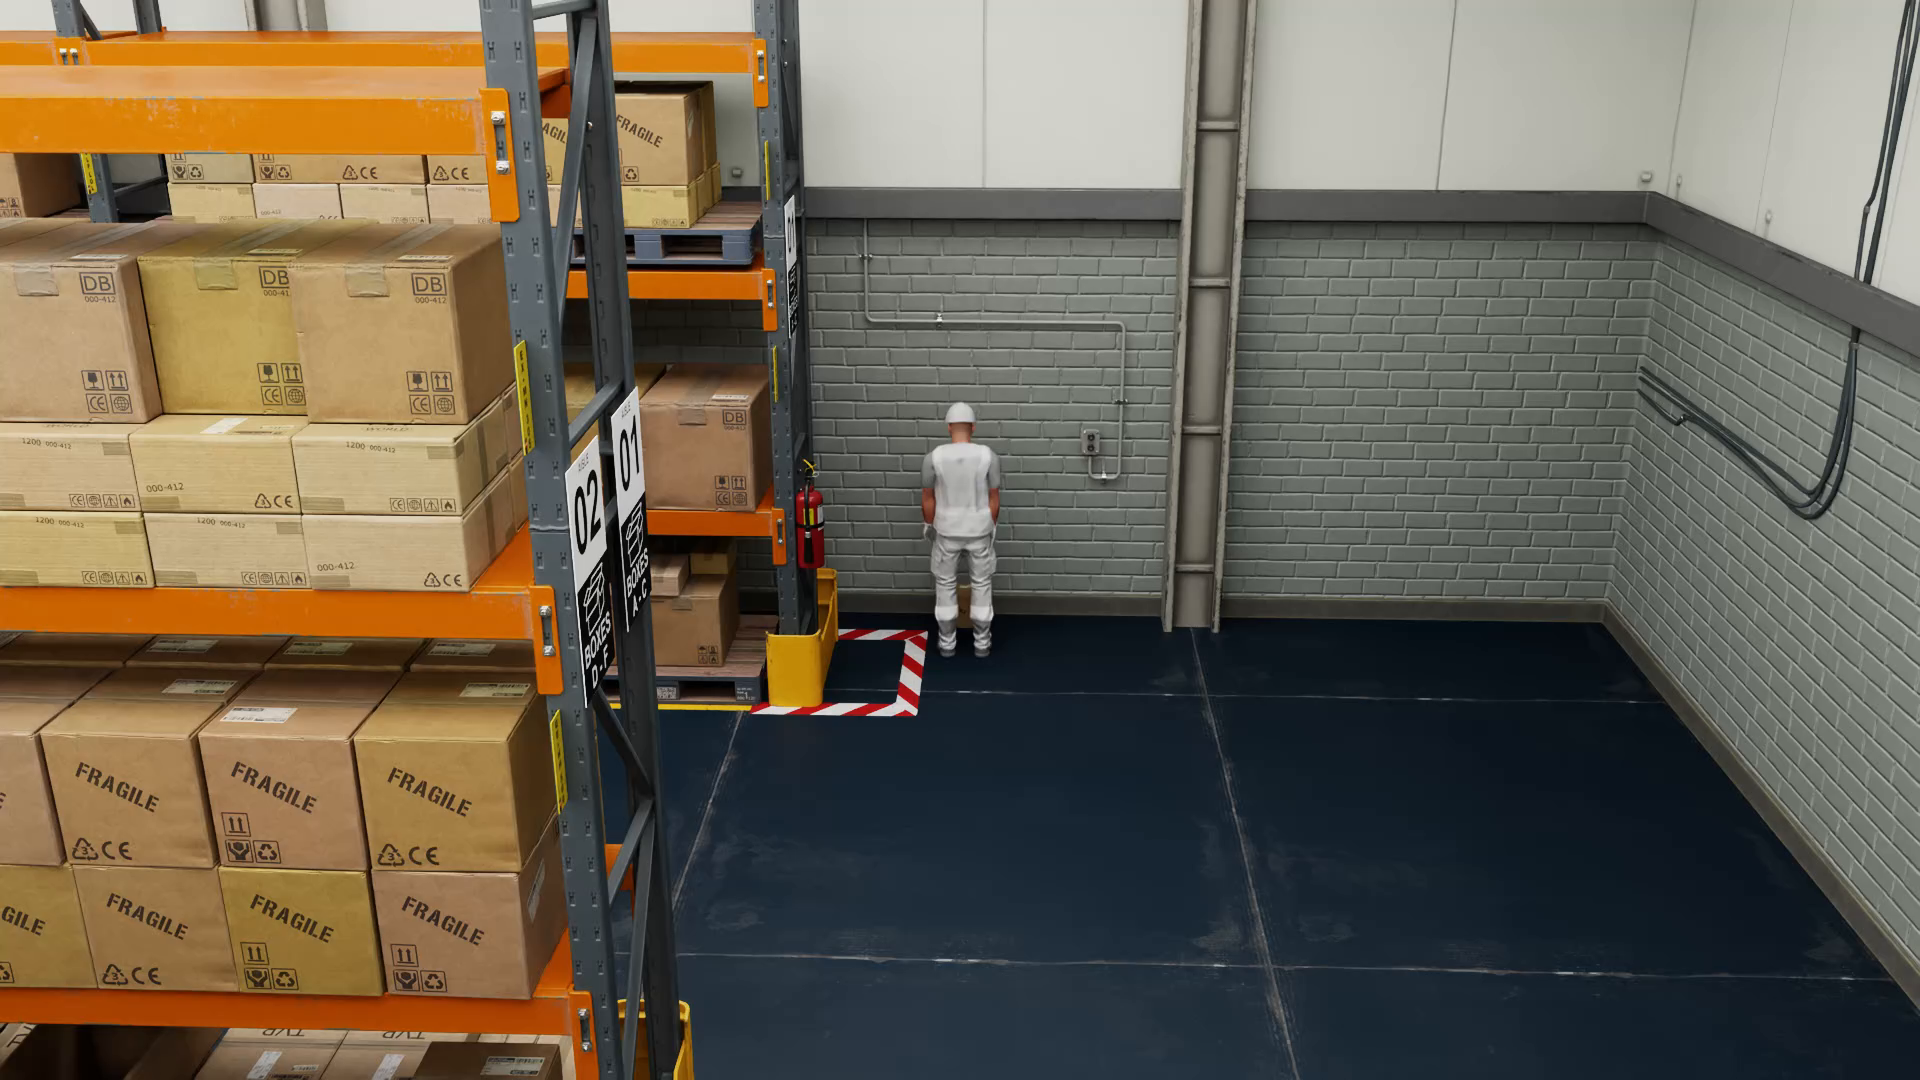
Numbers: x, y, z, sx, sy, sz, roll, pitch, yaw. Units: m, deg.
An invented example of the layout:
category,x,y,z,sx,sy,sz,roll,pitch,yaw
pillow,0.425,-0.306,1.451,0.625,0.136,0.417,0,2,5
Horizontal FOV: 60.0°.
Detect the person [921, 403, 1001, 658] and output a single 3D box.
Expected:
category,x,y,z,sx,sy,sz,roll,pitch,yaw
person,0.006,-0.065,11.247,0.533,1.767,0.388,0,21,1
